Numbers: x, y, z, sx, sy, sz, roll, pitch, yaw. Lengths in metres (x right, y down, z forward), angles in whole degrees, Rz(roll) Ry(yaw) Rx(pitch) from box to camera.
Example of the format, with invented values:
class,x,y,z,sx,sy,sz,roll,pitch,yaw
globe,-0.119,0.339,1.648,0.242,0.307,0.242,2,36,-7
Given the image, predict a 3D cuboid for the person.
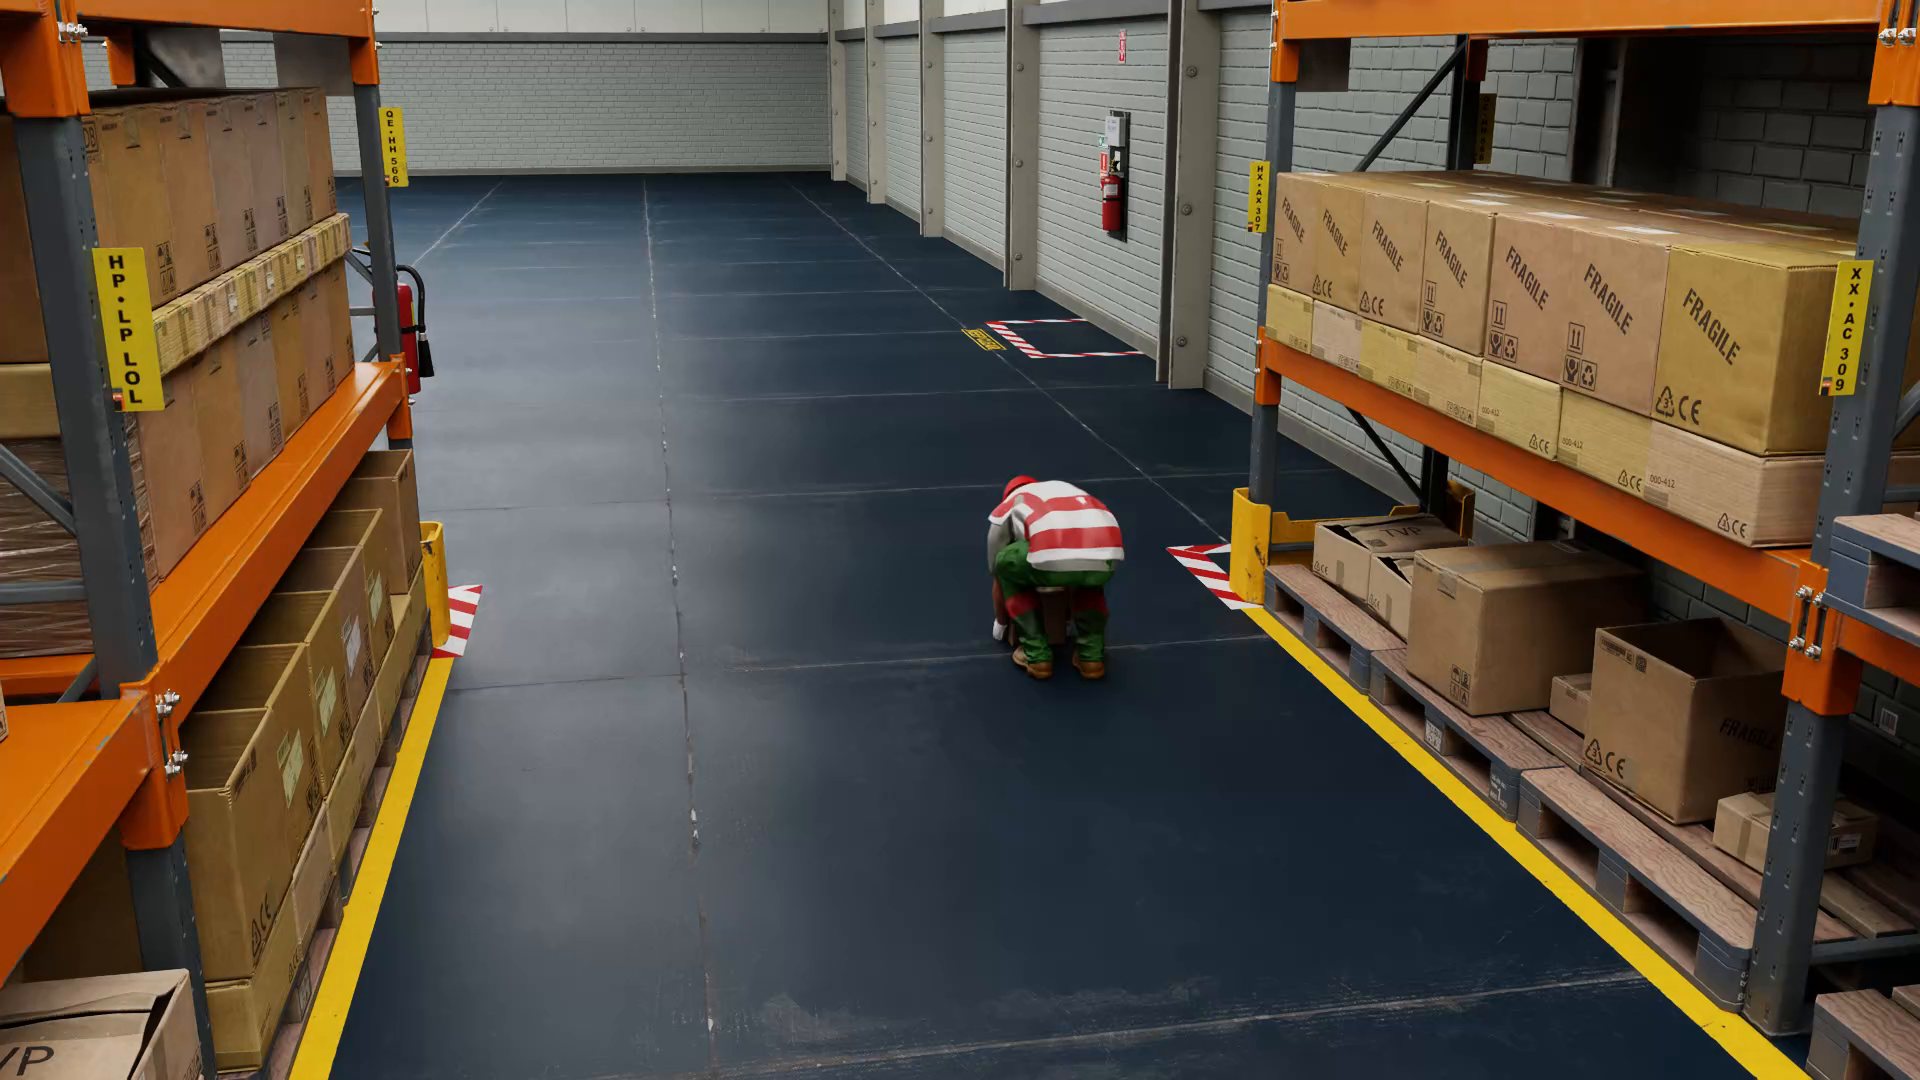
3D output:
class,x,y,z,sx,sy,sz,roll,pitch,yaw
person,0.401,0.152,7.275,0.519,0.831,0.966,-4,17,-12
